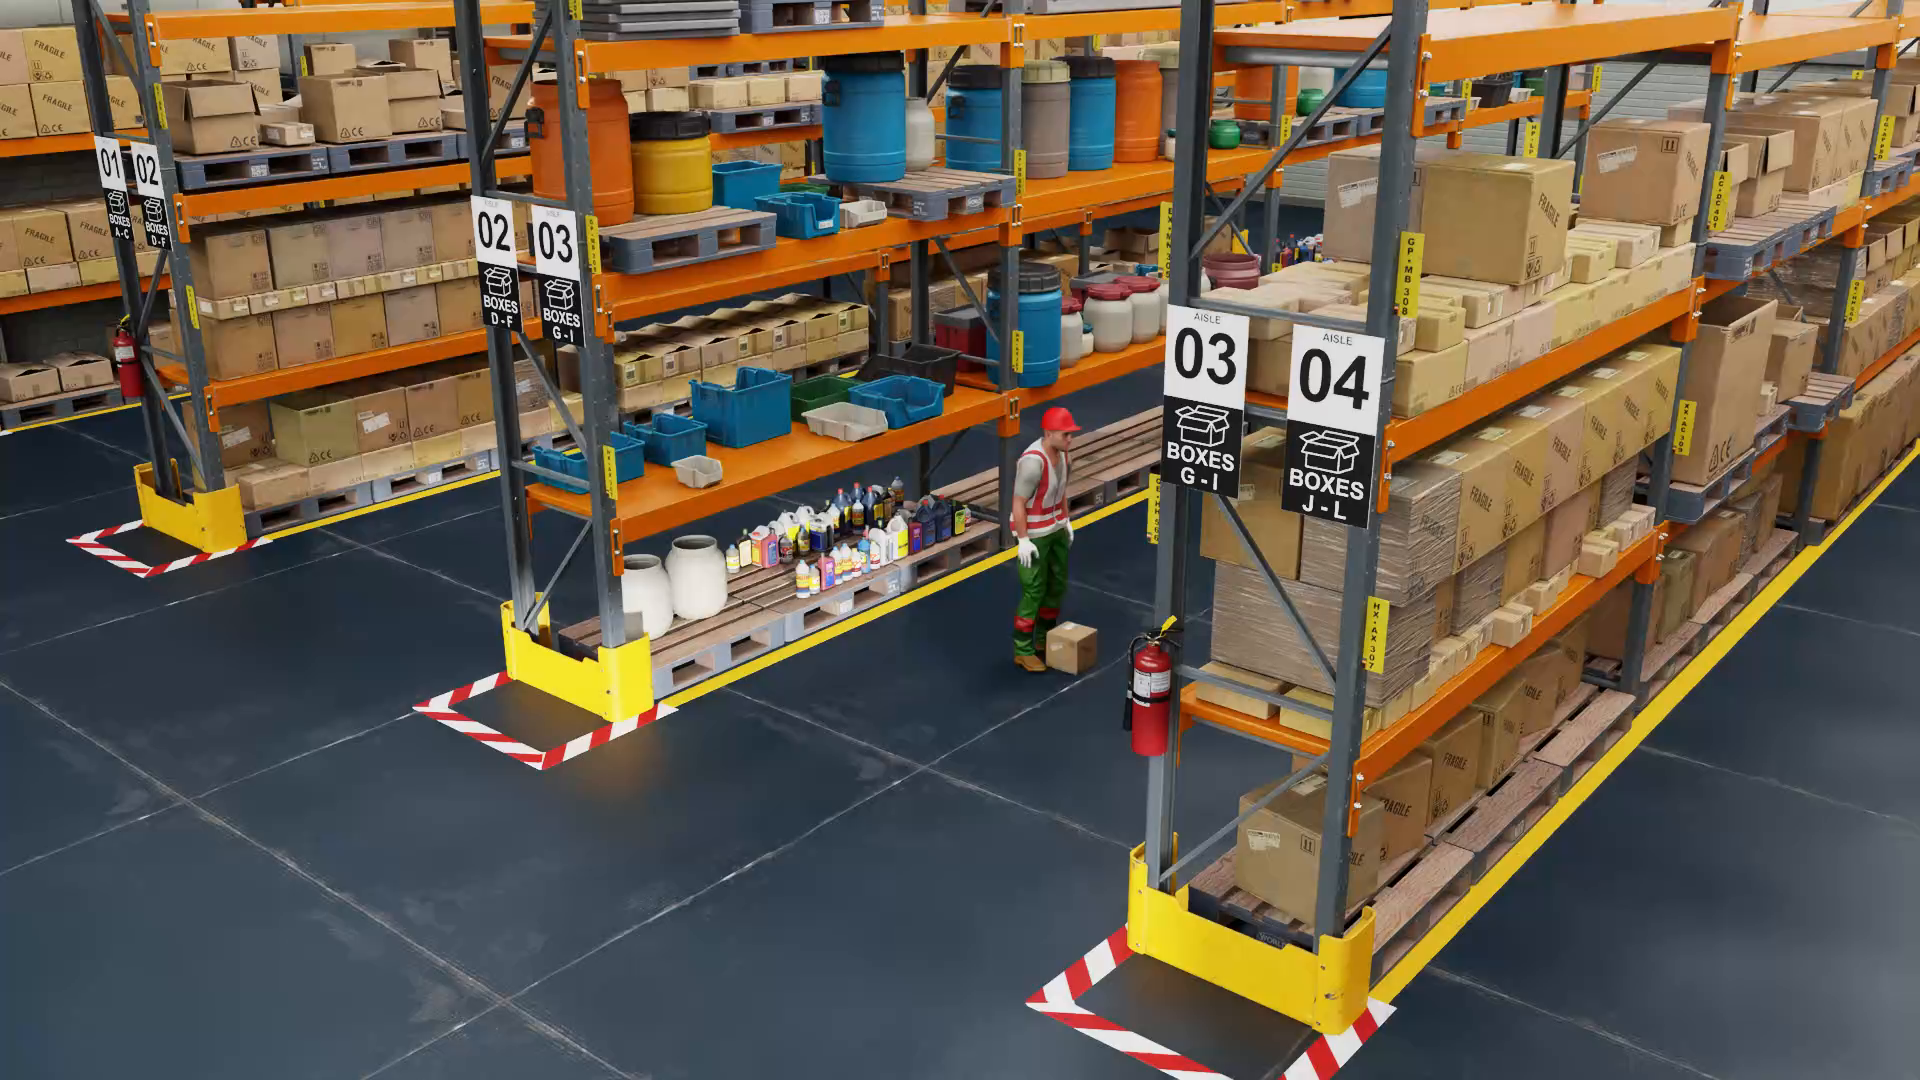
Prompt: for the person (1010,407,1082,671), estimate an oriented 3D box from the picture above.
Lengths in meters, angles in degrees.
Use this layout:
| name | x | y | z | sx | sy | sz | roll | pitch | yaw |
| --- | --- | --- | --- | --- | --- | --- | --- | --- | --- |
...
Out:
| name | x | y | z | sx | sy | sz | roll | pitch | yaw |
| --- | --- | --- | --- | --- | --- | --- | --- | --- | --- |
| person | 0.576 | -0.032 | 11.142 | 0.454 | 1.777 | 0.606 | 14 | 24 | 34 |
